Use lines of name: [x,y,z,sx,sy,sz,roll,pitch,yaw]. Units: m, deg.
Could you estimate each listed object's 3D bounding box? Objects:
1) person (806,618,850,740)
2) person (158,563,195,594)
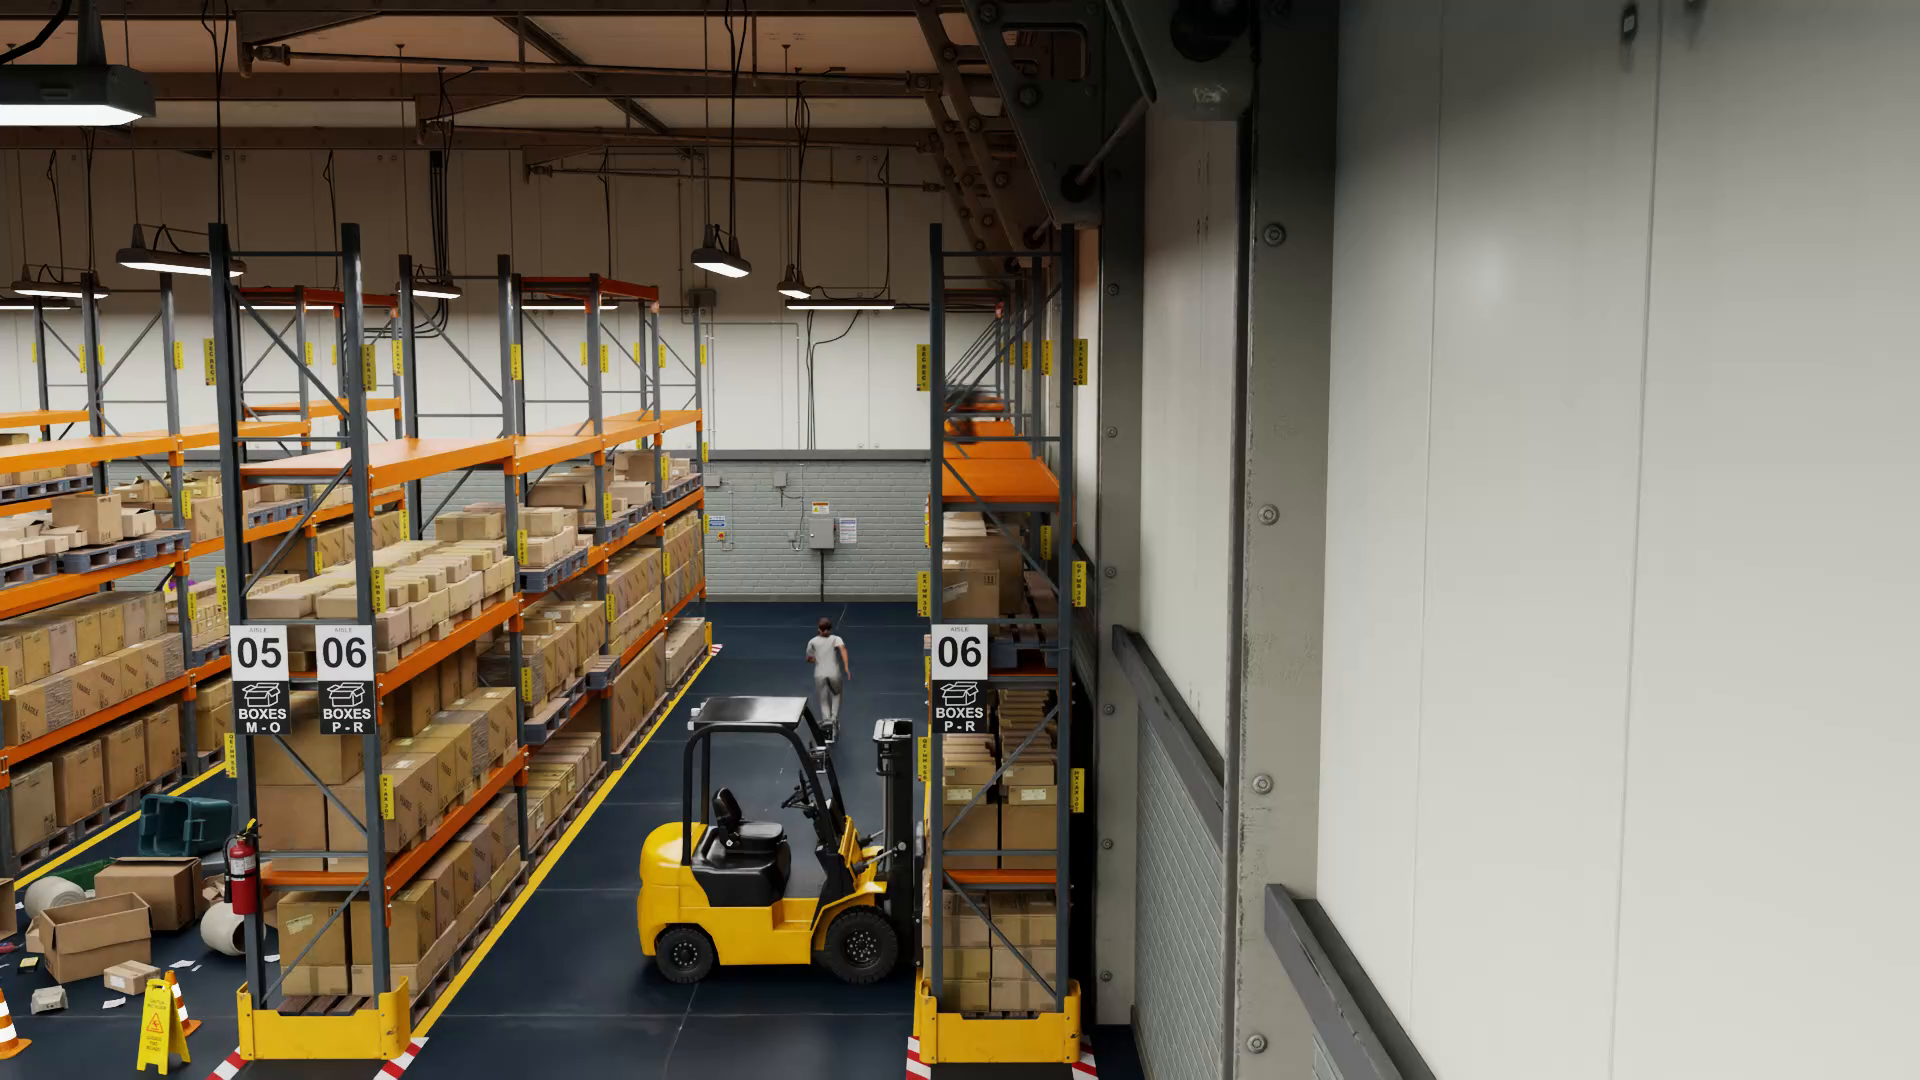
person: [-1.749,1.819,22.060,0.578,1.538,0.920,-1,7,-5]
person: [-12.519,1.202,26.526,0.691,1.789,0.722,-1,7,-9]
